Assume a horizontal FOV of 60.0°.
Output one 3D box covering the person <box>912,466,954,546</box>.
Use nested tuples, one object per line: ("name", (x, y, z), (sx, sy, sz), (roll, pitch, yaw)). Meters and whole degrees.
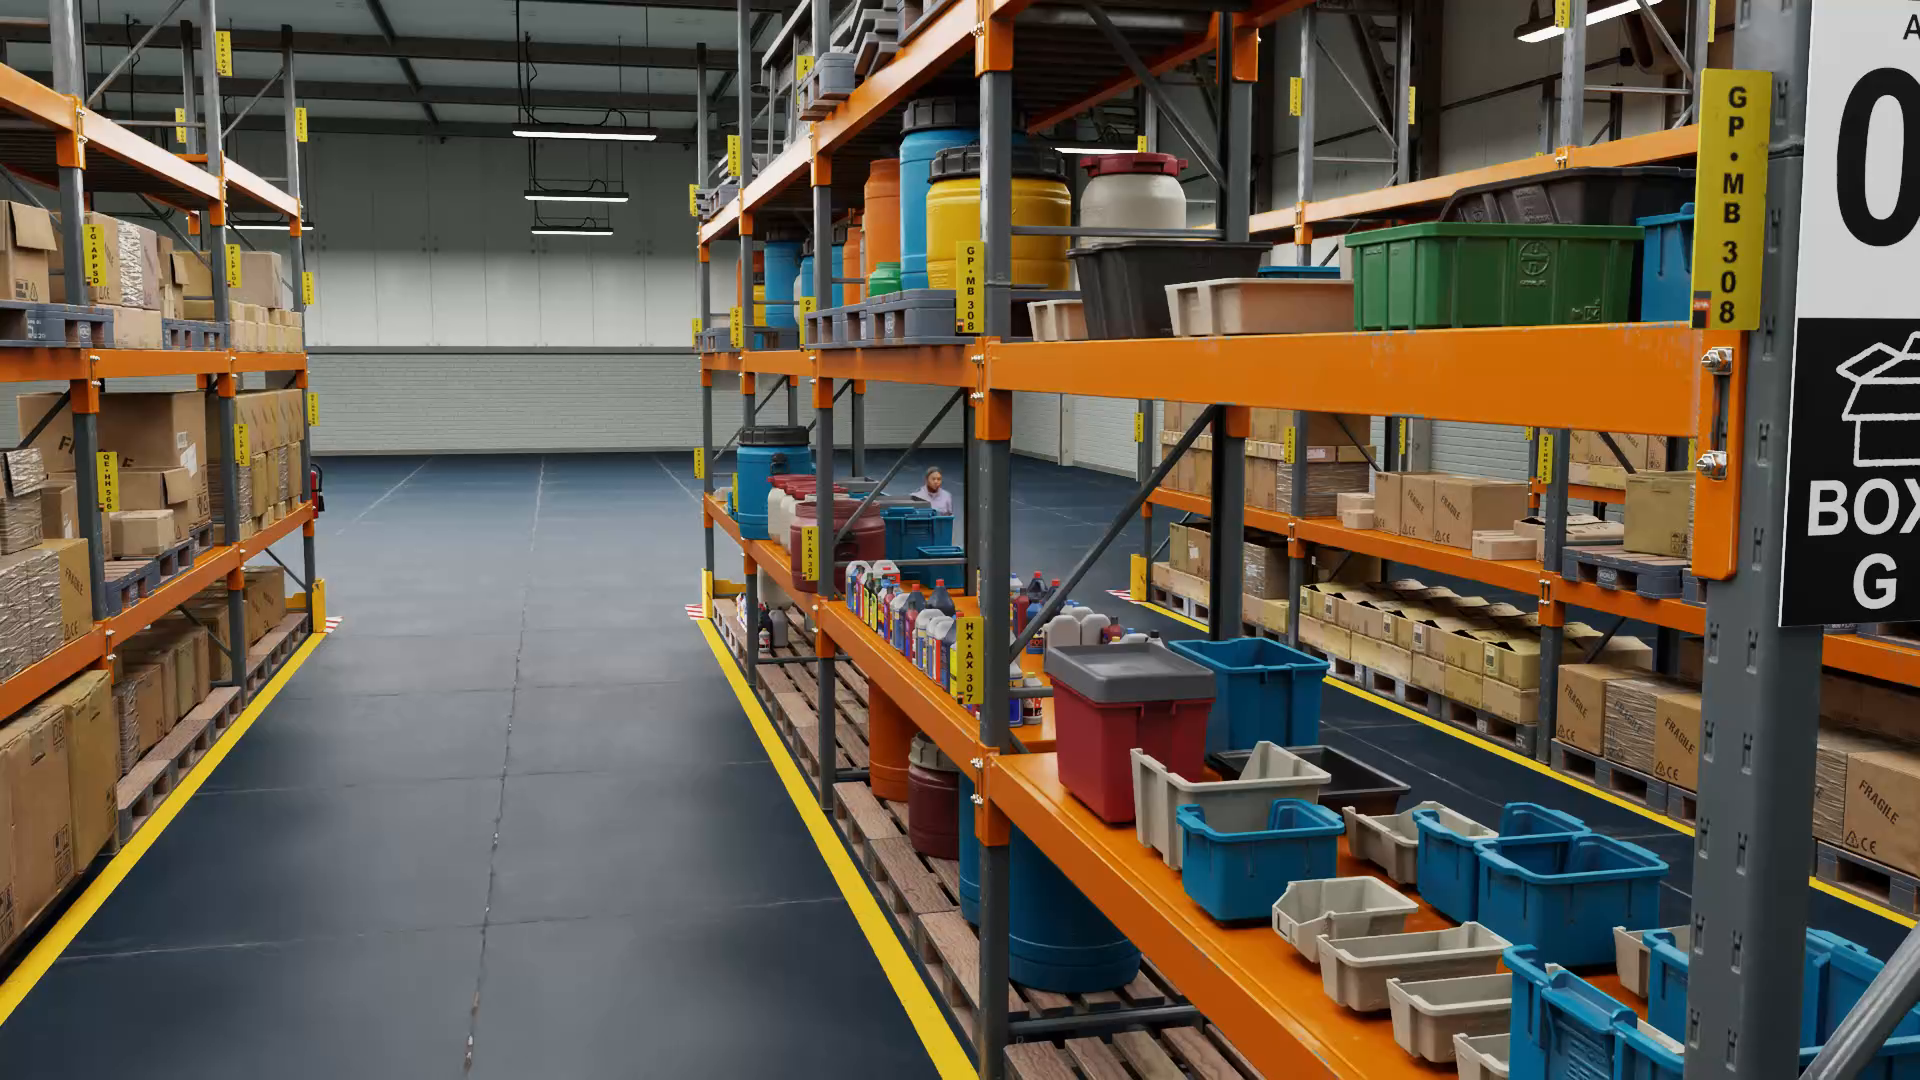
("person", (-0.313, 0.052, 17.246), (0.551, 1.650, 0.373), (-2, 7, -17))
